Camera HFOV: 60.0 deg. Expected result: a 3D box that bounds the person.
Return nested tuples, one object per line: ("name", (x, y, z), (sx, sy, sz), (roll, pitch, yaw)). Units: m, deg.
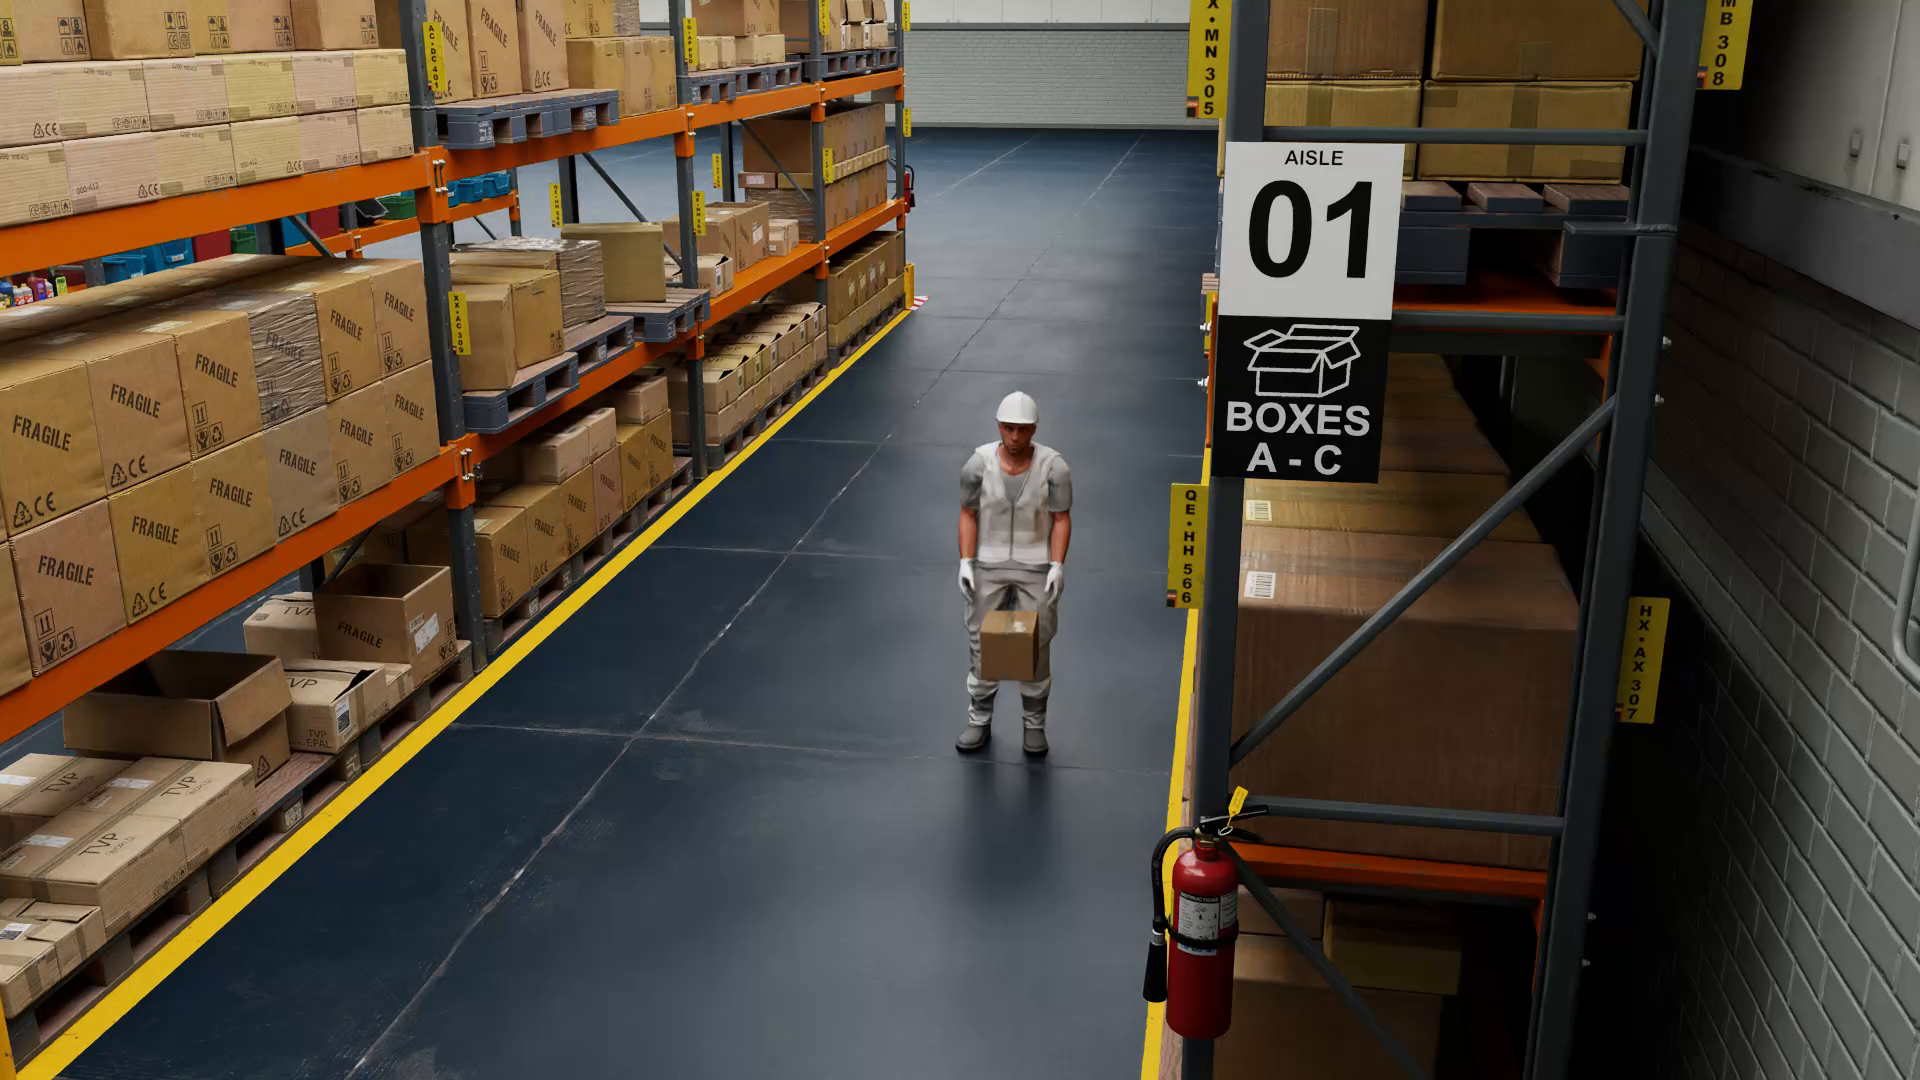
("person", (0.262, 0.150, 8.045), (0.547, 1.787, 0.404), (2, 18, 7))
